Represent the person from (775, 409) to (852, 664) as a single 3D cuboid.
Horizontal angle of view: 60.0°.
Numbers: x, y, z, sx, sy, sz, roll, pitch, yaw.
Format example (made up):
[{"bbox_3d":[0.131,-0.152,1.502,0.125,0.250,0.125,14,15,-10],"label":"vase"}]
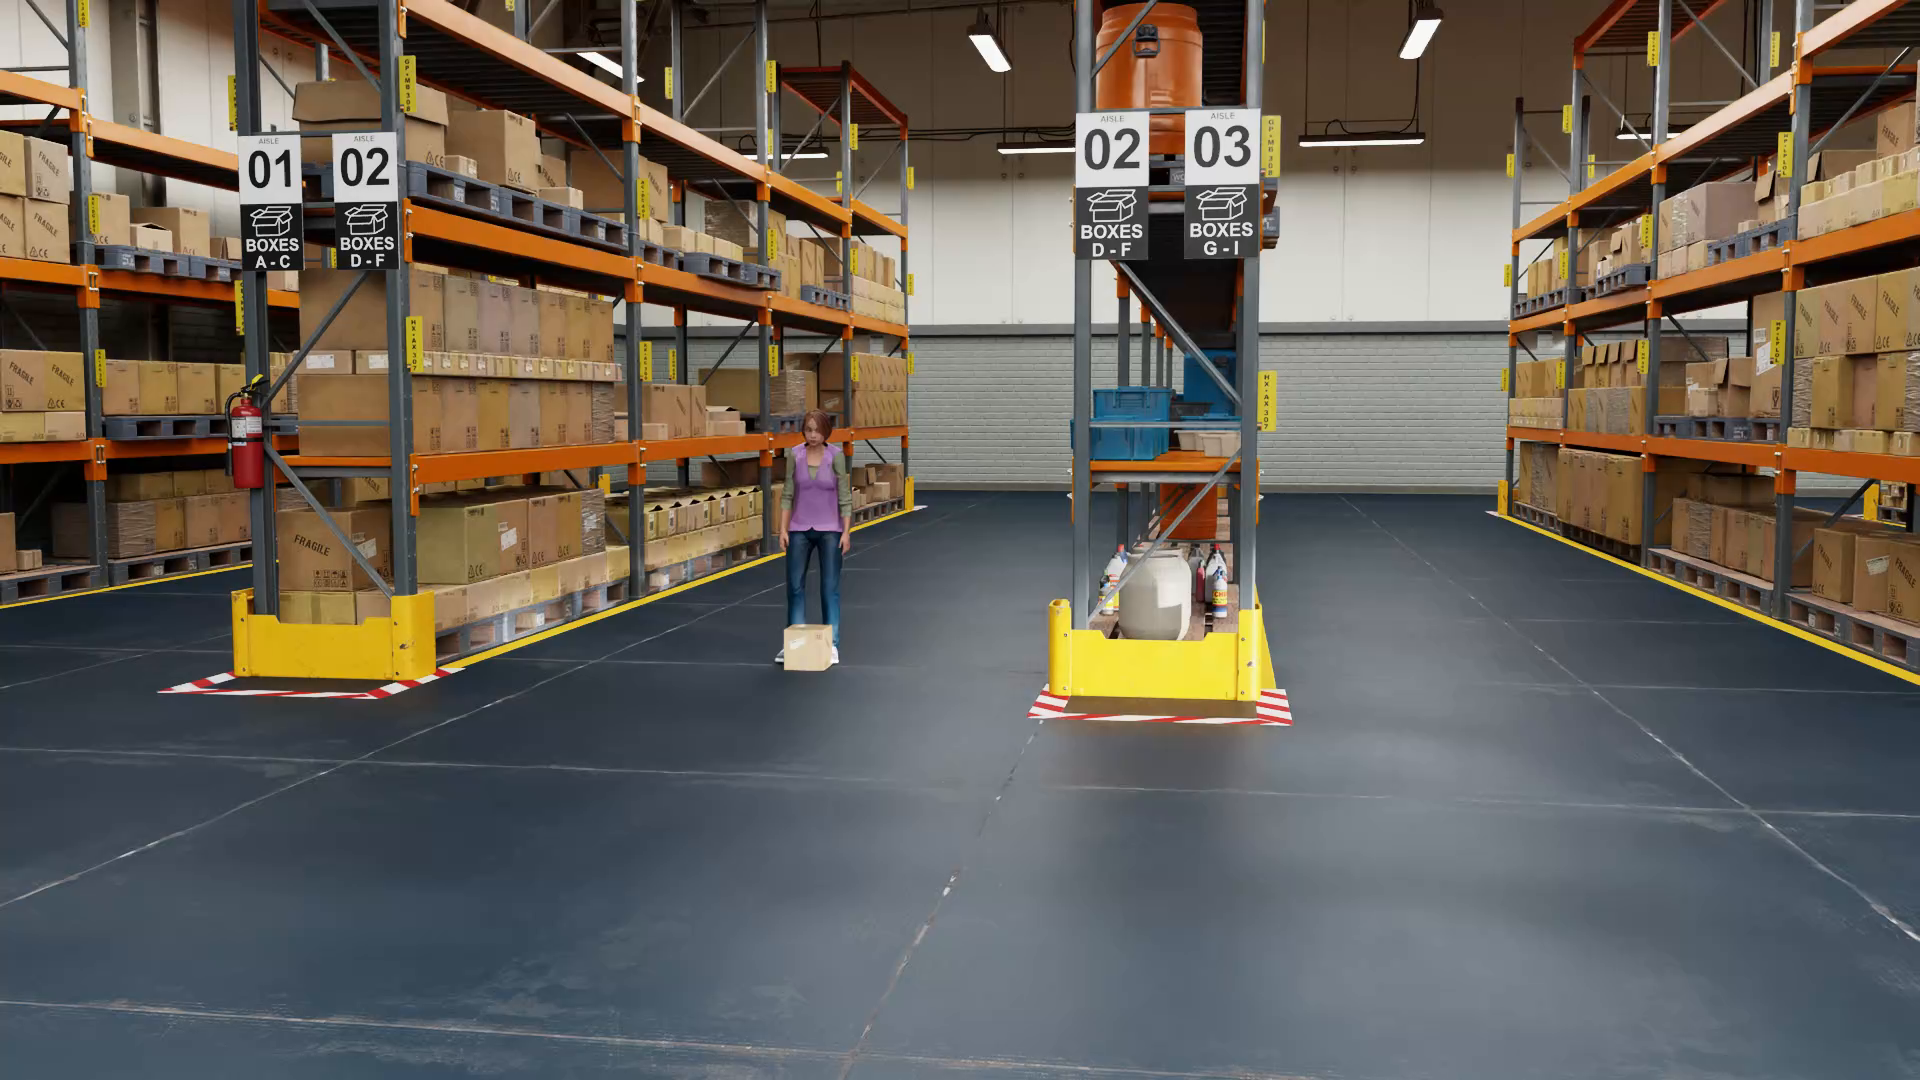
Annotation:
[{"bbox_3d":[-0.912,-0.025,10.445,0.472,1.592,0.347,0,5,6],"label":"person"}]
